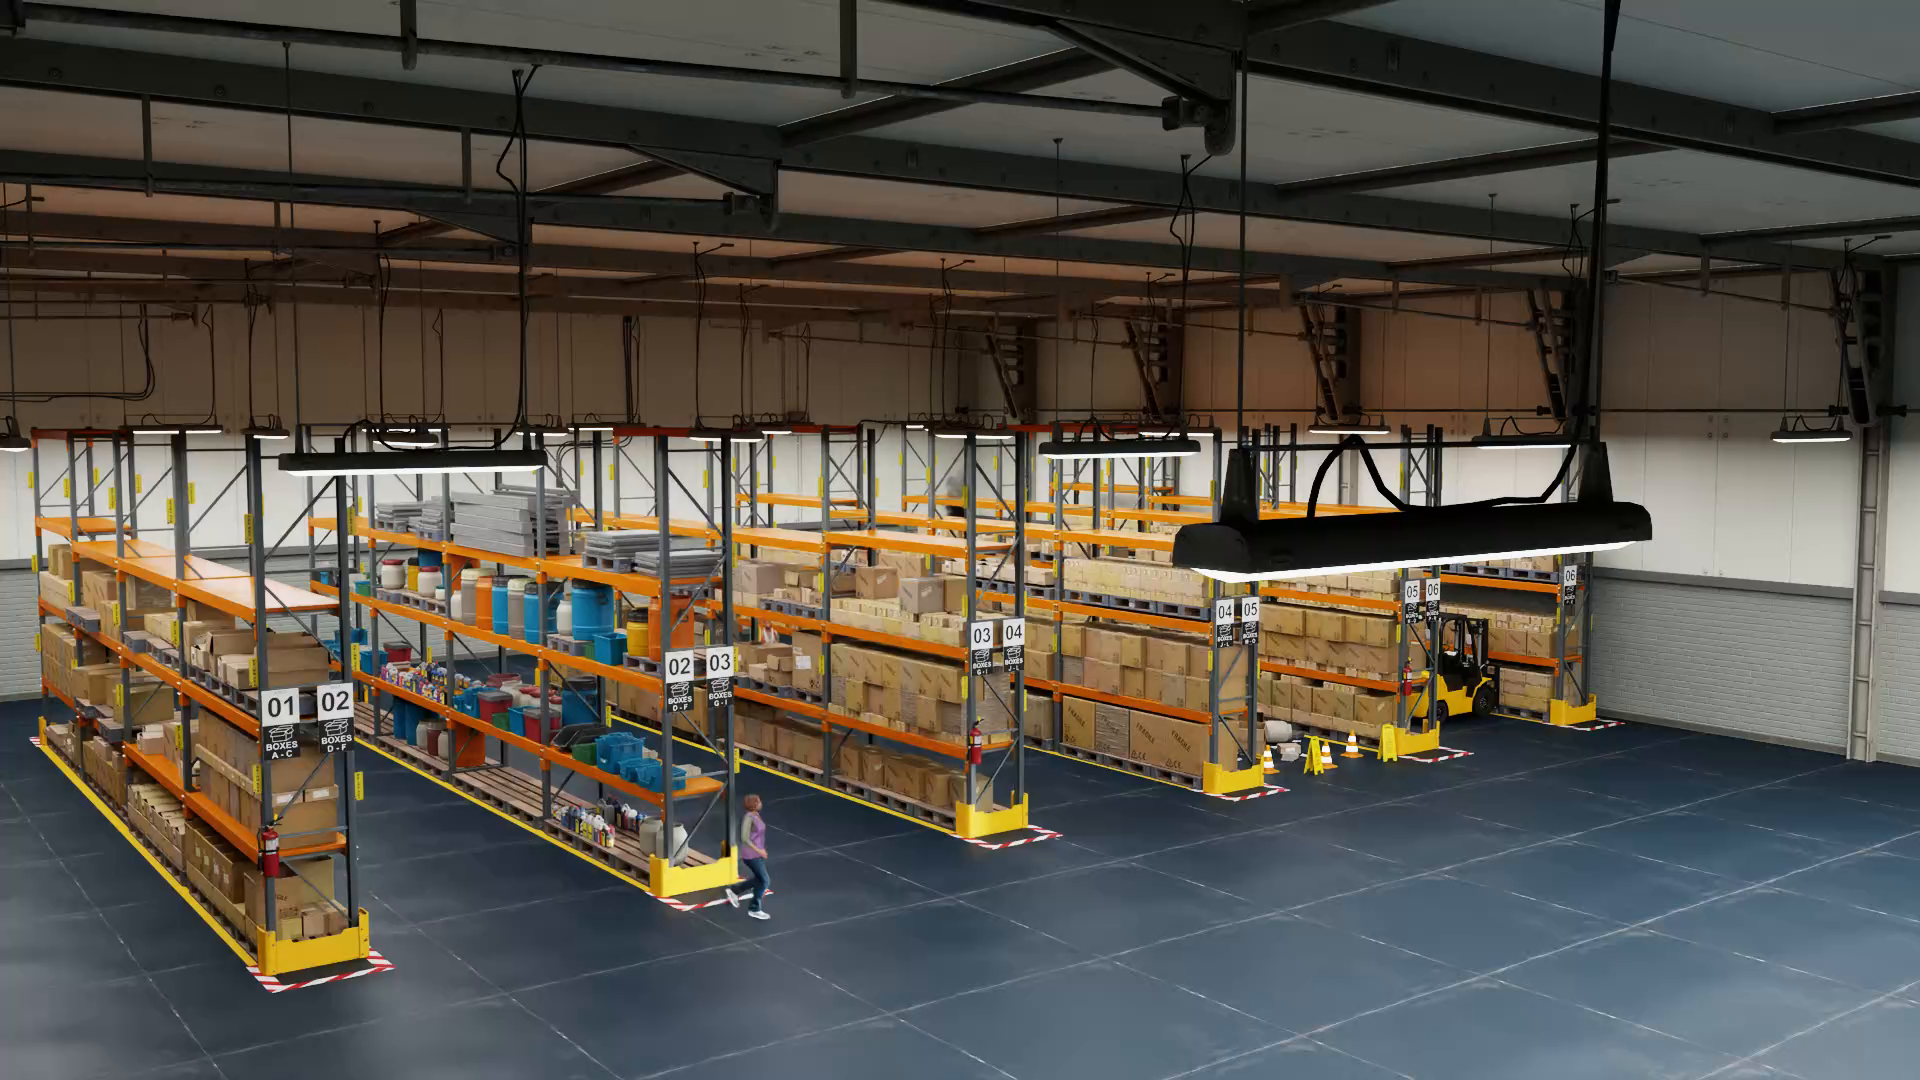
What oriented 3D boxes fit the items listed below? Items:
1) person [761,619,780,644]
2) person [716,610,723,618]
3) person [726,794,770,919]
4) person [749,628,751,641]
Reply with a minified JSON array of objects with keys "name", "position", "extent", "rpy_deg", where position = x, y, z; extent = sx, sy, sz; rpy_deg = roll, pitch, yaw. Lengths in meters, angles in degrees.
[{"name":"person","position":[-4.261,2.567,36.904],"extent":[0.642,1.751,0.622],"rpy_deg":[-3,6,-36]},{"name":"person","position":[-5.922,2.242,41.224],"extent":[0.683,1.808,0.739],"rpy_deg":[4,6,38]},{"name":"person","position":[-2.647,3.940,20.733],"extent":[0.562,1.565,0.573],"rpy_deg":[0,4,1]},{"name":"person","position":[-5.130,2.162,42.122],"extent":[0.899,1.751,0.676],"rpy_deg":[-3,5,-35]}]
